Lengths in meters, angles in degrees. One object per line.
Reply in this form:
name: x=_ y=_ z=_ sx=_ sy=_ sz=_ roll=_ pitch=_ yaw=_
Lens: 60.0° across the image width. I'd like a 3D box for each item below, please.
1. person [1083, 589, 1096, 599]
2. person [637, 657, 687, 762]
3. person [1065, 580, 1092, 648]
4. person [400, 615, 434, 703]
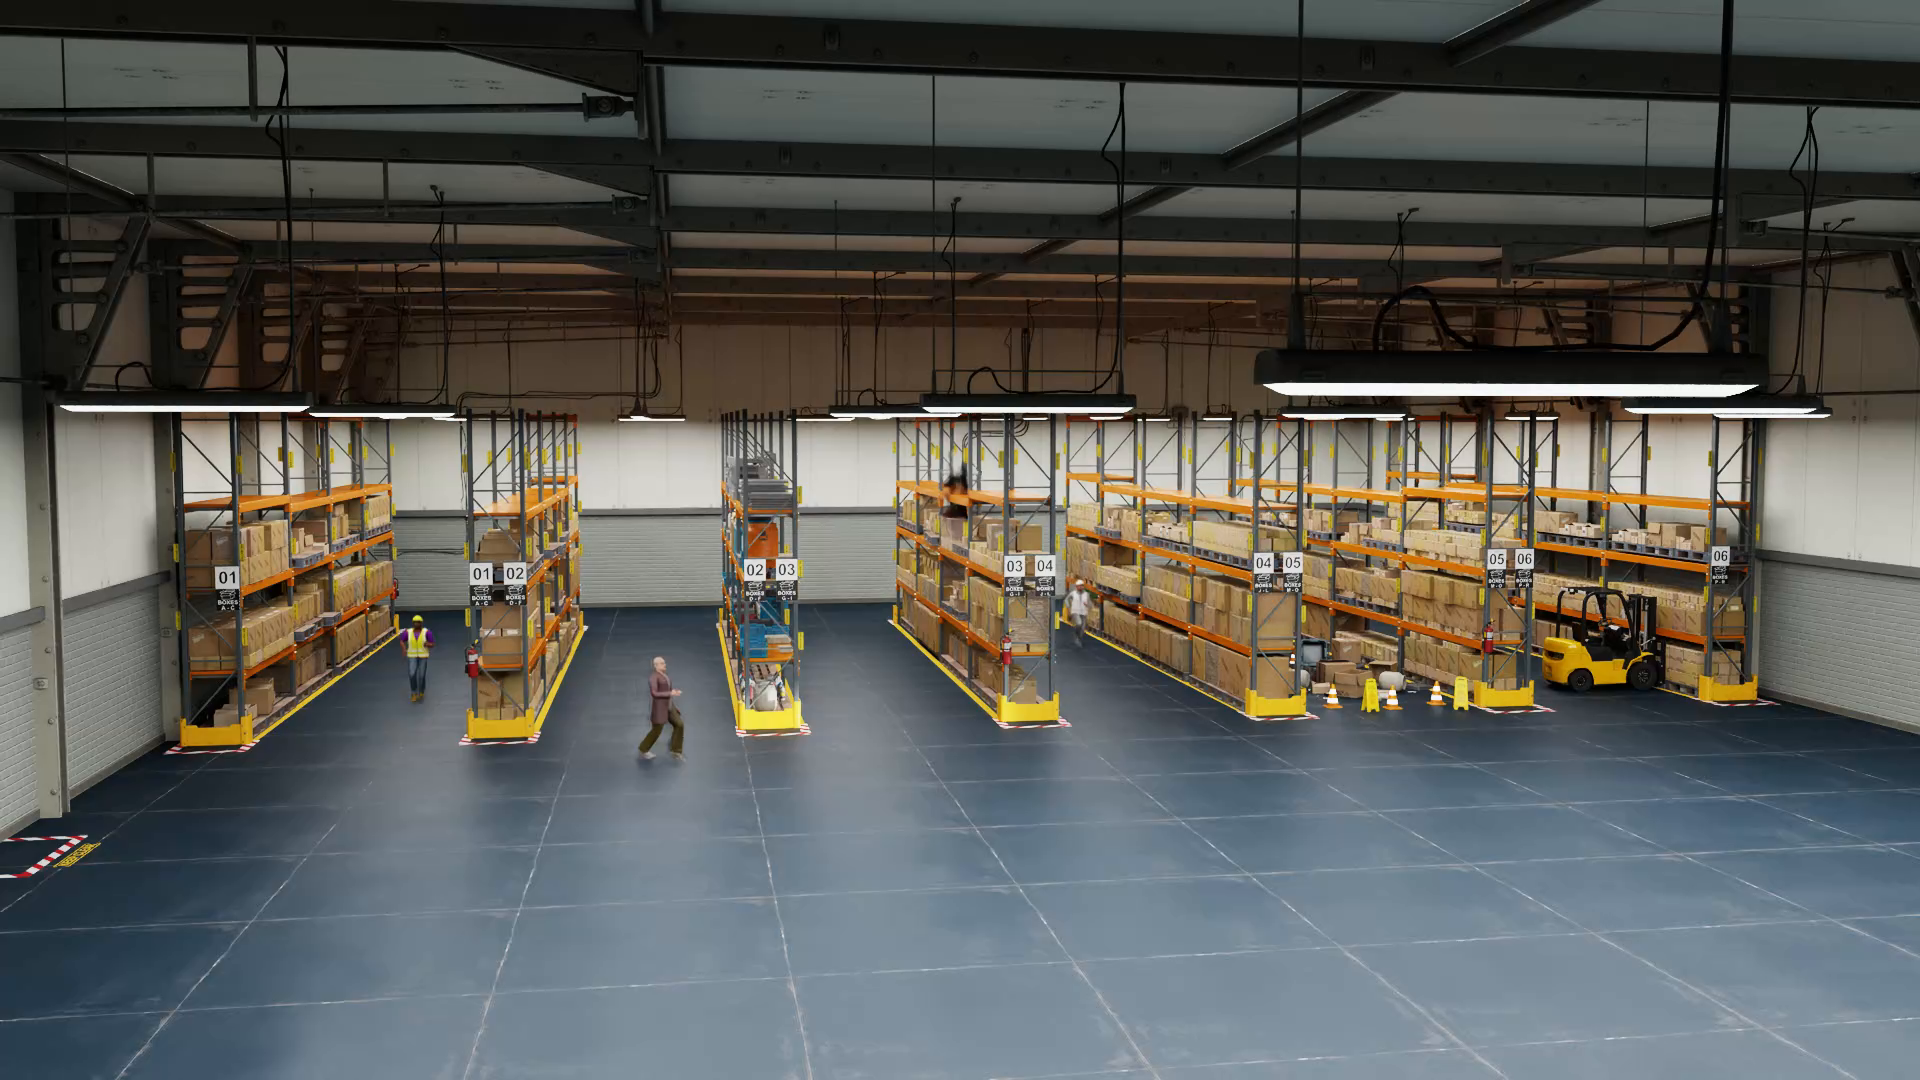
person: x=3.776 y=1.335 z=50.029 sx=0.928 sy=1.748 sz=0.717 roll=3 pitch=5 yaw=38
person: x=-5.063 y=2.888 z=28.229 sx=0.874 sy=1.823 sz=0.726 roll=1 pitch=4 yaw=20
person: x=3.018 y=1.872 z=41.982 sx=0.624 sy=1.748 sz=0.801 roll=-1 pitch=4 yaw=-15
person: x=-11.182 y=2.459 z=34.291 sx=0.675 sy=1.805 sz=0.689 roll=-1 pitch=4 yaw=-17
